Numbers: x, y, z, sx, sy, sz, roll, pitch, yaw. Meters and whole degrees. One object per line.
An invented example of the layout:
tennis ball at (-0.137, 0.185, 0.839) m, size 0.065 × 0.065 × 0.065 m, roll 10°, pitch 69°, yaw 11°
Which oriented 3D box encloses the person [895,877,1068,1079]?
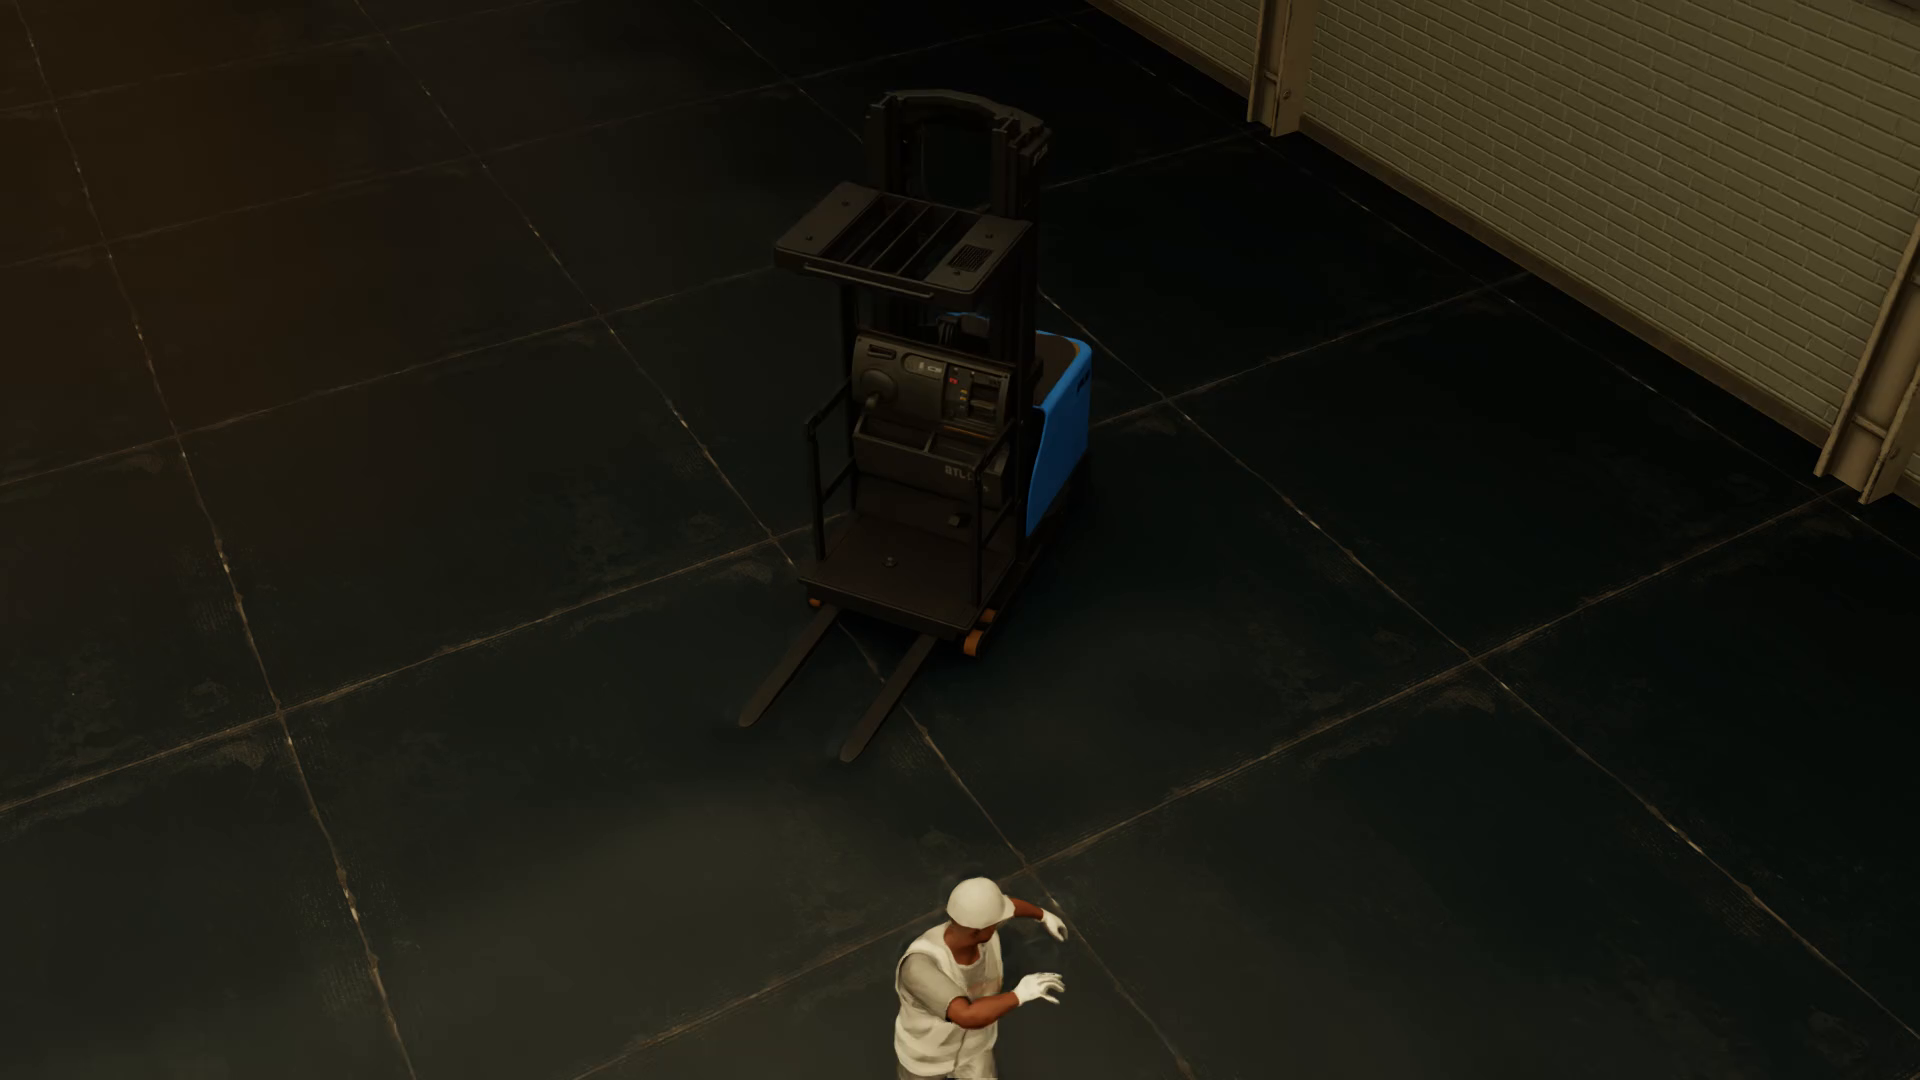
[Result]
person at (0.148, 1.953, 6.825) m, size 0.857 × 1.493 × 0.993 m, roll -10°, pitch 41°, yaw -11°

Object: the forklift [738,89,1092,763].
forklift at (-0.250, -0.773, 8.968) m, size 1.130 × 2.935 × 3.031 m, roll 16°, pitch 42°, yaw 19°
